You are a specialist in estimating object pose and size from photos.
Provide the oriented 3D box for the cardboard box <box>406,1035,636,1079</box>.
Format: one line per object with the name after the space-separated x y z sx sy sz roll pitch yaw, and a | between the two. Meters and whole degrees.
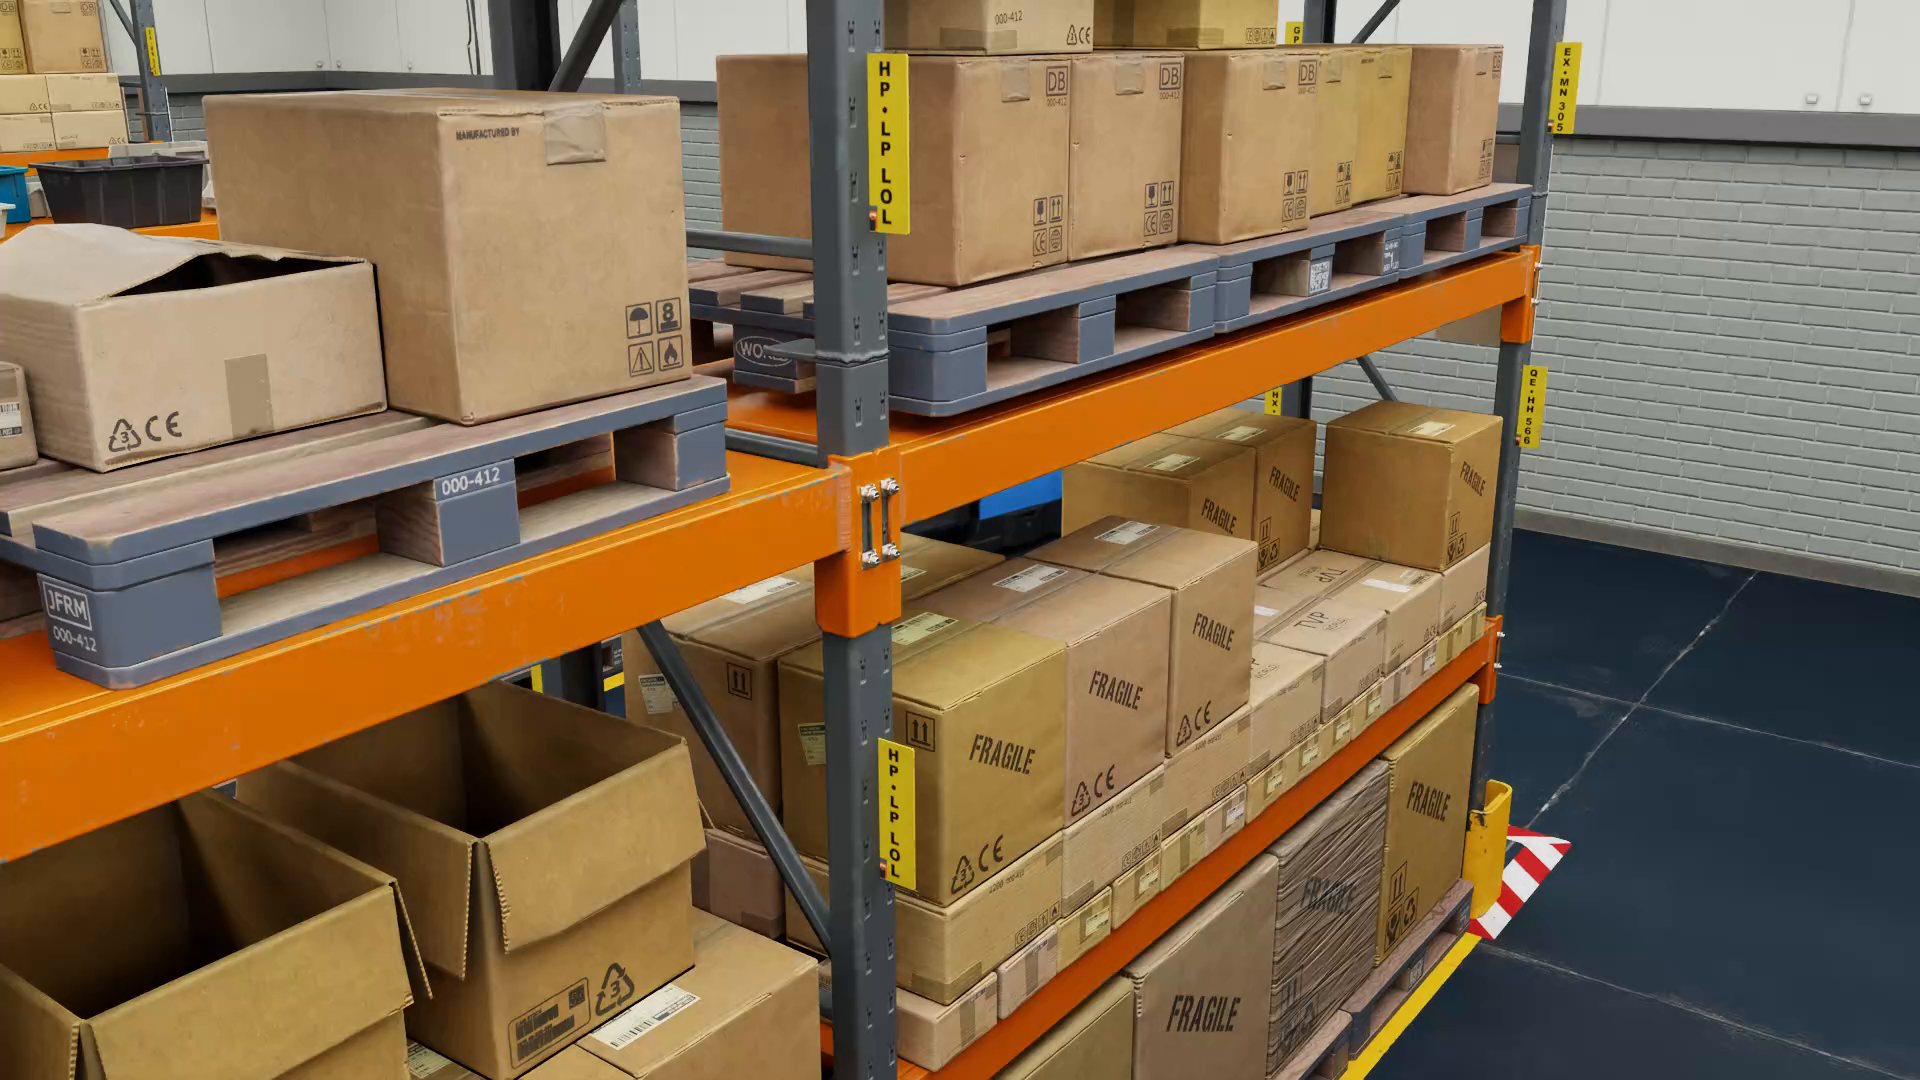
-0.937 1.228 3.062 0.500 0.500 0.500 13 22 36 | cardboard box

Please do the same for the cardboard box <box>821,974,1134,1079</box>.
-0.120 1.671 4.680 0.875 0.875 0.875 12 21 35 | cardboard box

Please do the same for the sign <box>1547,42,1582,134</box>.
2.234 -1.671 6.151 0.100 0.325 0.005 12 21 35 | sign

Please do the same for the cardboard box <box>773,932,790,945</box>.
-0.659 0.989 4.424 0.380 0.149 0.250 13 21 35 | cardboard box

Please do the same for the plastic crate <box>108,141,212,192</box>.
-3.740 -1.731 7.901 0.437 0.282 0.530 12 21 35 | plastic crate

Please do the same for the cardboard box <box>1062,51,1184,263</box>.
0.165 -1.053 4.474 0.700 0.500 0.500 14 22 37 | cardboard box

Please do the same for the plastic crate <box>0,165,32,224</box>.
-4.269 -1.501 7.245 0.416 0.233 0.300 12 21 35 | plastic crate

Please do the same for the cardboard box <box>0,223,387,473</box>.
-1.303 -0.345 2.683 0.500 0.311 0.500 12 21 33 | cardboard box

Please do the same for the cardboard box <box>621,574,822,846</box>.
-0.518 0.414 4.338 0.500 0.500 0.500 13 22 36 | cardboard box

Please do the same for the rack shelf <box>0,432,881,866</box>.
-1.769 0.387 2.095 1.077 0.370 4.000 12 21 35 | rack shelf

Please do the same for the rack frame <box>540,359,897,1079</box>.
-0.577 1.000 3.967 1.000 3.000 0.127 12 21 35 | rack frame

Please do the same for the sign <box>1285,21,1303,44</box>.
1.364 -1.940 6.769 0.100 0.325 0.005 12 21 35 | sign

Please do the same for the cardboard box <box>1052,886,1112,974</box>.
0.179 0.983 4.445 0.380 0.149 0.250 13 22 36 | cardboard box

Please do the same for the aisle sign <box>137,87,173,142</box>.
-5.861 -2.908 12.167 0.394 0.787 0.004 12 21 35 | aisle sign

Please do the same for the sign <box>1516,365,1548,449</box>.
2.234 -0.520 6.508 0.100 0.325 0.005 12 21 35 | sign

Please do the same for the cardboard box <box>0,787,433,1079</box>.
-1.370 0.788 2.789 0.797 0.503 0.637 13 21 35 | cardboard box

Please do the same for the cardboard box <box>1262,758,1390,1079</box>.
0.947 1.244 6.053 0.875 0.875 0.875 12 21 35 | cardboard box

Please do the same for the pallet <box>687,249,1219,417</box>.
-0.081 -0.583 4.157 1.003 0.211 1.213 12 21 35 | pallet

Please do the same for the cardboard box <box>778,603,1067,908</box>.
-0.087 0.502 4.055 0.500 0.500 0.500 12 21 35 | cardboard box

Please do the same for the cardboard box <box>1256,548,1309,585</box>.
0.999 0.168 6.396 0.500 0.250 0.500 12 21 34 | cardboard box

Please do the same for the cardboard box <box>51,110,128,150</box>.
-6.242 -2.896 11.708 0.500 0.250 0.500 12 21 35 | cardboard box

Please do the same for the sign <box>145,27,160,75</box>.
-5.714 -3.457 11.767 0.100 0.325 0.005 12 21 35 | sign

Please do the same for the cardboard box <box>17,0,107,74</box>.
-6.441 -3.537 11.663 0.700 0.500 0.500 12 21 35 | cardboard box

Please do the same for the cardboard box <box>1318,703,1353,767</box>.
1.097 0.615 5.628 0.380 0.149 0.250 13 21 35 | cardboard box

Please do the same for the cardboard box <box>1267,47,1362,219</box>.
0.838 -1.304 5.281 0.700 0.500 0.500 11 20 31 | cardboard box

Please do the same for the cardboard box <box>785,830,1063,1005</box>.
-0.087 0.864 4.156 0.500 0.250 0.500 12 21 34 | cardboard box

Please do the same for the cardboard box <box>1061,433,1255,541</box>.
0.701 -0.071 5.903 0.500 0.500 0.500 12 21 33 | cardboard box

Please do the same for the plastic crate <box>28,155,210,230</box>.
-3.595 -1.493 7.156 0.497 0.269 0.590 12 21 35 | plastic crate

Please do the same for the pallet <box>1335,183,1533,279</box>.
1.372 -1.165 6.028 1.003 0.211 1.213 12 21 35 | pallet

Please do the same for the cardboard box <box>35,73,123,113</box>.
-6.249 -3.137 11.639 0.500 0.250 0.500 12 21 35 | cardboard box

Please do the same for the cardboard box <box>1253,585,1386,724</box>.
1.125 0.381 5.711 0.500 0.250 0.500 12 21 33 | cardboard box

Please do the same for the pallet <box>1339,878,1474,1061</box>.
1.392 1.583 6.790 1.003 0.211 1.213 12 21 35 | pallet

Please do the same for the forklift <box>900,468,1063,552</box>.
-0.537 -1.264 11.371 3.031 2.935 1.130 -15 23 -40 | forklift

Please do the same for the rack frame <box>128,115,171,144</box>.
-6.148 -1.704 12.674 1.000 3.000 0.127 12 21 35 | rack frame

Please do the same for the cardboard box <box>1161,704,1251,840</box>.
0.517 0.622 4.935 0.500 0.250 0.500 13 22 36 | cardboard box

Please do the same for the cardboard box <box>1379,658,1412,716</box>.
1.404 0.491 6.027 0.380 0.149 0.250 13 21 36 | cardboard box

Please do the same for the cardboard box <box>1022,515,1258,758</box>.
0.519 0.262 4.831 0.500 0.500 0.500 12 21 33 | cardboard box

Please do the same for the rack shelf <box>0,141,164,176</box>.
-7.339 -2.317 10.802 1.077 0.370 4.000 12 21 35 | rack shelf

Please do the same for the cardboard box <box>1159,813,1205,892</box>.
0.487 0.859 4.844 0.380 0.149 0.250 12 21 34 | cardboard box

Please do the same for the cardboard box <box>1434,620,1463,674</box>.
1.705 0.372 6.411 0.380 0.149 0.250 13 21 35 | cardboard box

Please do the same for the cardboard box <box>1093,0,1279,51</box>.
0.594 -1.560 4.843 0.500 0.250 0.500 12 21 33 | cardboard box

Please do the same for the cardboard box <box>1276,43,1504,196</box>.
1.539 -1.548 6.068 0.700 0.500 0.500 11 20 31 | cardboard box

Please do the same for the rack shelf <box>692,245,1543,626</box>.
0.614 -0.566 5.162 1.077 0.370 4.000 12 21 35 | rack shelf

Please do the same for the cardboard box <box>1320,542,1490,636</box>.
1.730 0.139 6.490 0.500 0.250 0.500 12 21 34 | cardboard box

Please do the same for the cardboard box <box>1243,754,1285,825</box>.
0.794 0.736 5.238 0.380 0.149 0.250 12 21 33 | cardboard box

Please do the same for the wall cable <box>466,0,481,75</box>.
-6.471 -5.245 19.196 3.097 2.526 0.112 12 21 35 | wall cable

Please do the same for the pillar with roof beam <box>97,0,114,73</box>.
-5.757 -5.479 14.714 9.100 9.000 0.400 12 21 35 | pillar with roof beam

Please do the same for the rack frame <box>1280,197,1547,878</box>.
1.806 0.047 7.035 1.000 3.000 0.127 12 21 35 | rack frame

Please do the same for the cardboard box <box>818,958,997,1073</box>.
-0.134 1.108 4.042 0.380 0.149 0.250 12 21 35 | cardboard box

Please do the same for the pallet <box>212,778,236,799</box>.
-4.148 1.274 7.785 1.003 0.211 1.213 12 21 35 | pallet
